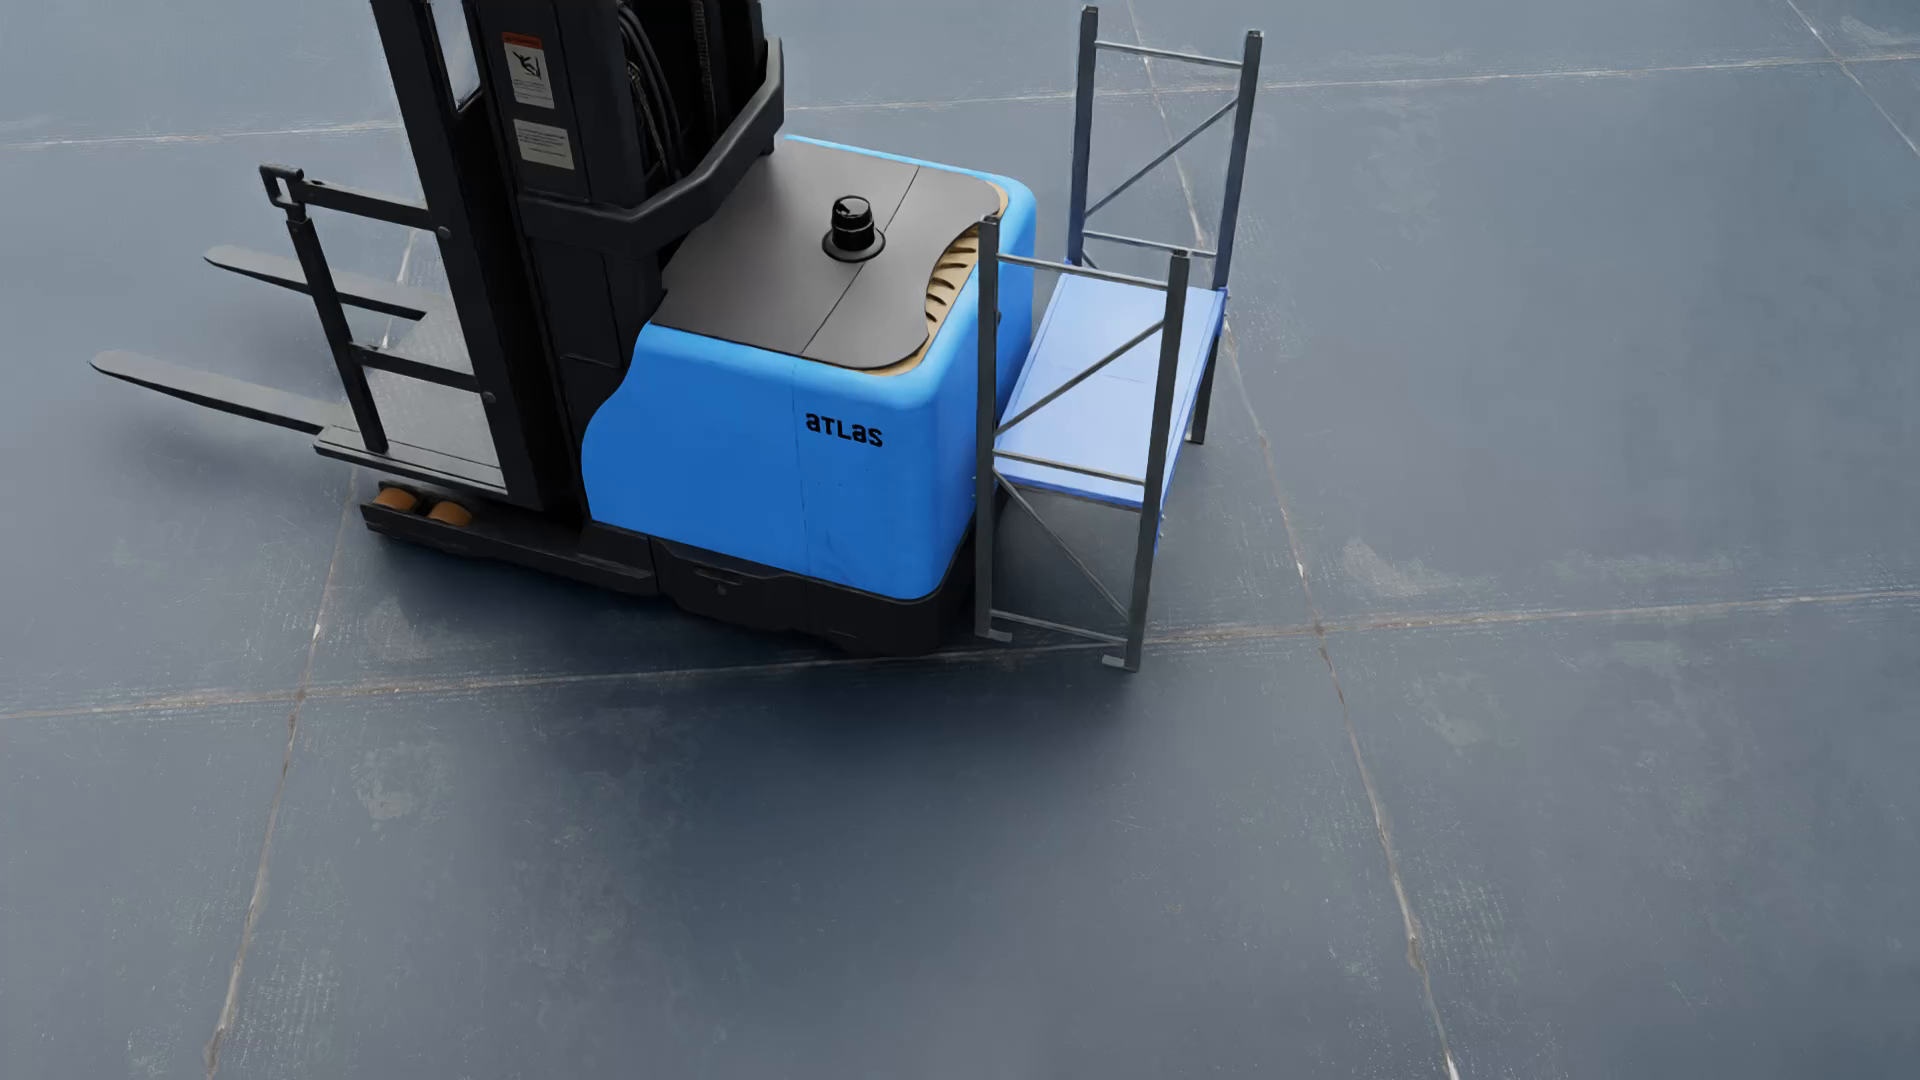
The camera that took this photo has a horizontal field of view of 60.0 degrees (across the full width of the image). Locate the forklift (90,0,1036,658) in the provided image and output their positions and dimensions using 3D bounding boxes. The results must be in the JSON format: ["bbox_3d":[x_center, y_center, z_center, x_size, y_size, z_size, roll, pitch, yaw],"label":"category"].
[{"bbox_3d":[-1.342,-1.312,4.474,3.031,2.935,1.130,14,48,13],"label":"forklift"}]

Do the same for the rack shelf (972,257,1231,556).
[{"bbox_3d":[0.432,-0.419,4.861,0.538,0.185,1.000,12,48,11],"label":"rack shelf"}]

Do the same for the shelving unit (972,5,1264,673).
[{"bbox_3d":[0.432,-0.543,4.731,0.538,1.500,1.048,12,48,11],"label":"shelving unit"}]

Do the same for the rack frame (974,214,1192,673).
[{"bbox_3d":[0.288,-0.189,4.396,0.500,1.500,0.032,12,48,11],"label":"rack frame"}]

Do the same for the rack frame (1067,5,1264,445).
[{"bbox_3d":[0.577,-0.897,5.066,0.500,1.500,0.032,12,48,11],"label":"rack frame"}]
